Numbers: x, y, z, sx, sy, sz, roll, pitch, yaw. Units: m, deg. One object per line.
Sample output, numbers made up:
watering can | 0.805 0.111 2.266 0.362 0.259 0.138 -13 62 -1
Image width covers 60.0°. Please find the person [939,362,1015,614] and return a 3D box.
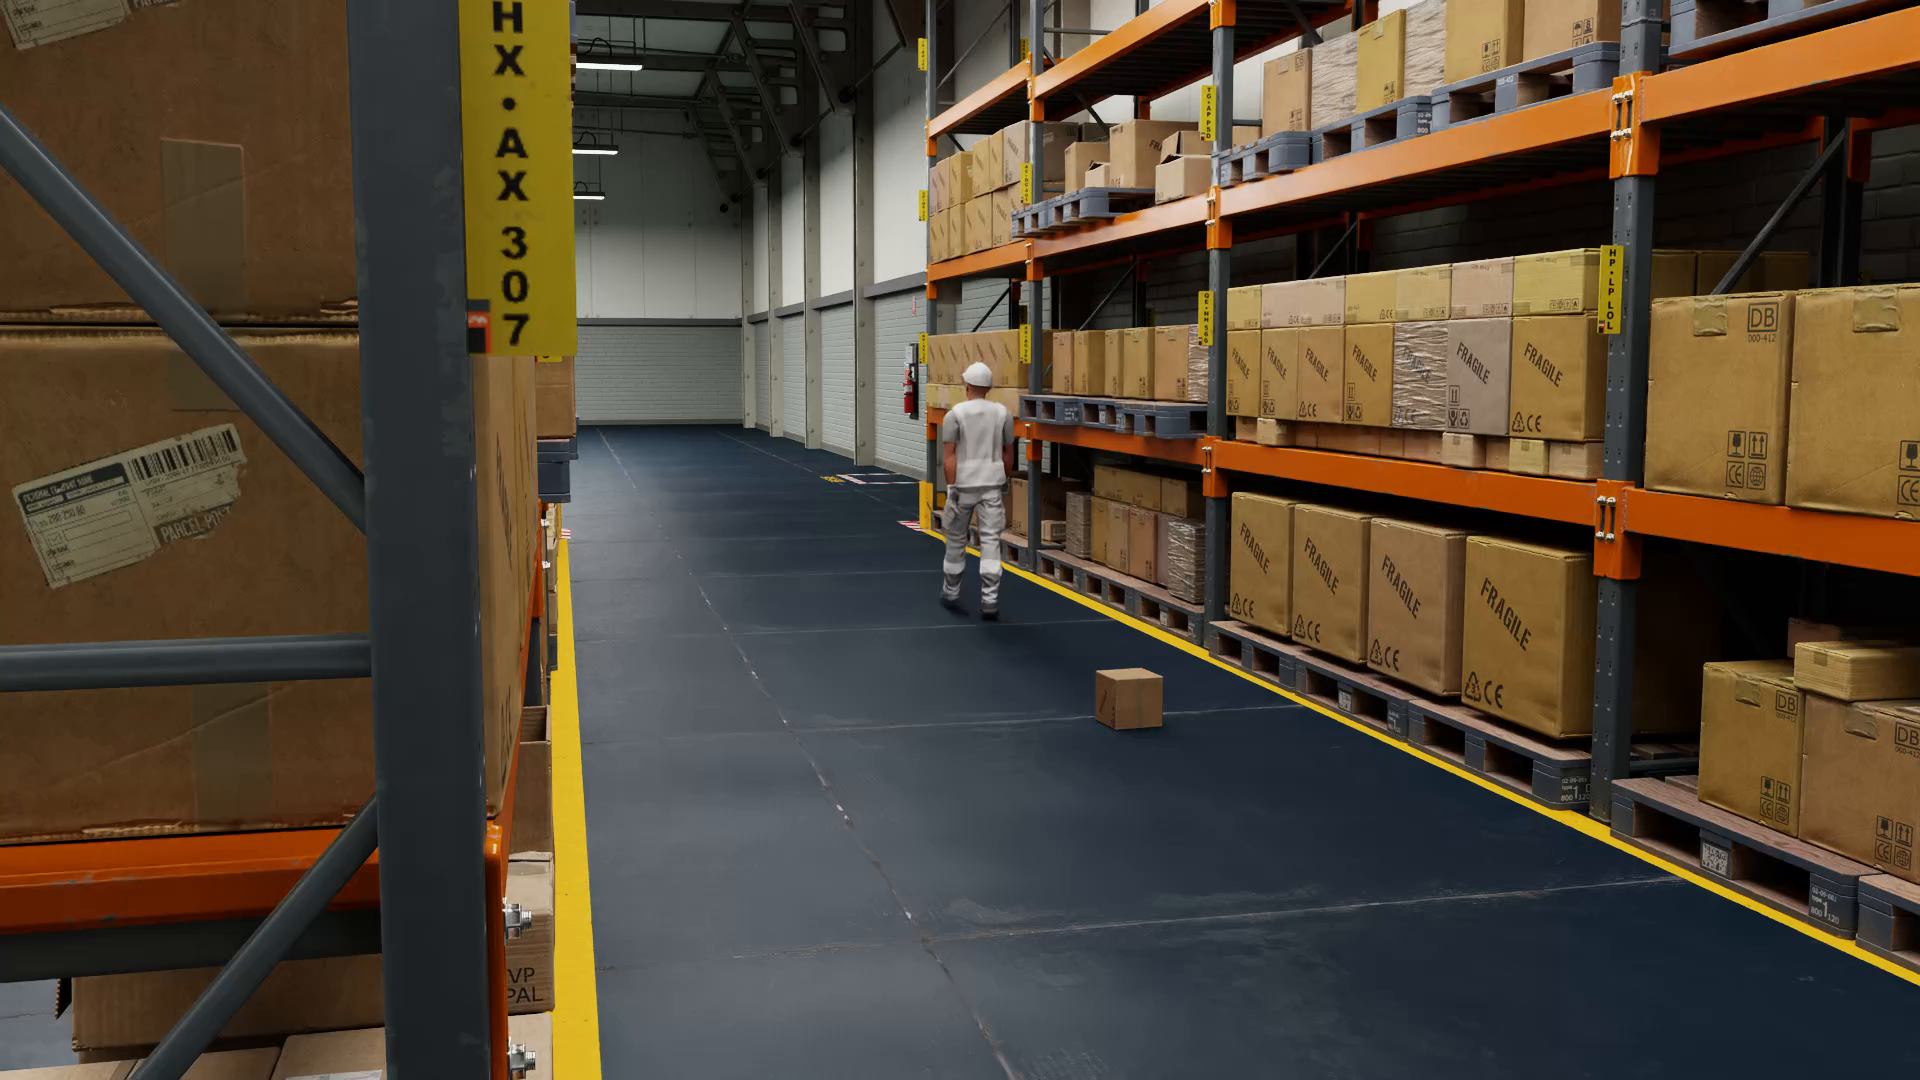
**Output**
person | 0.110 -0.394 11.840 0.539 1.738 0.962 -1 6 -8
